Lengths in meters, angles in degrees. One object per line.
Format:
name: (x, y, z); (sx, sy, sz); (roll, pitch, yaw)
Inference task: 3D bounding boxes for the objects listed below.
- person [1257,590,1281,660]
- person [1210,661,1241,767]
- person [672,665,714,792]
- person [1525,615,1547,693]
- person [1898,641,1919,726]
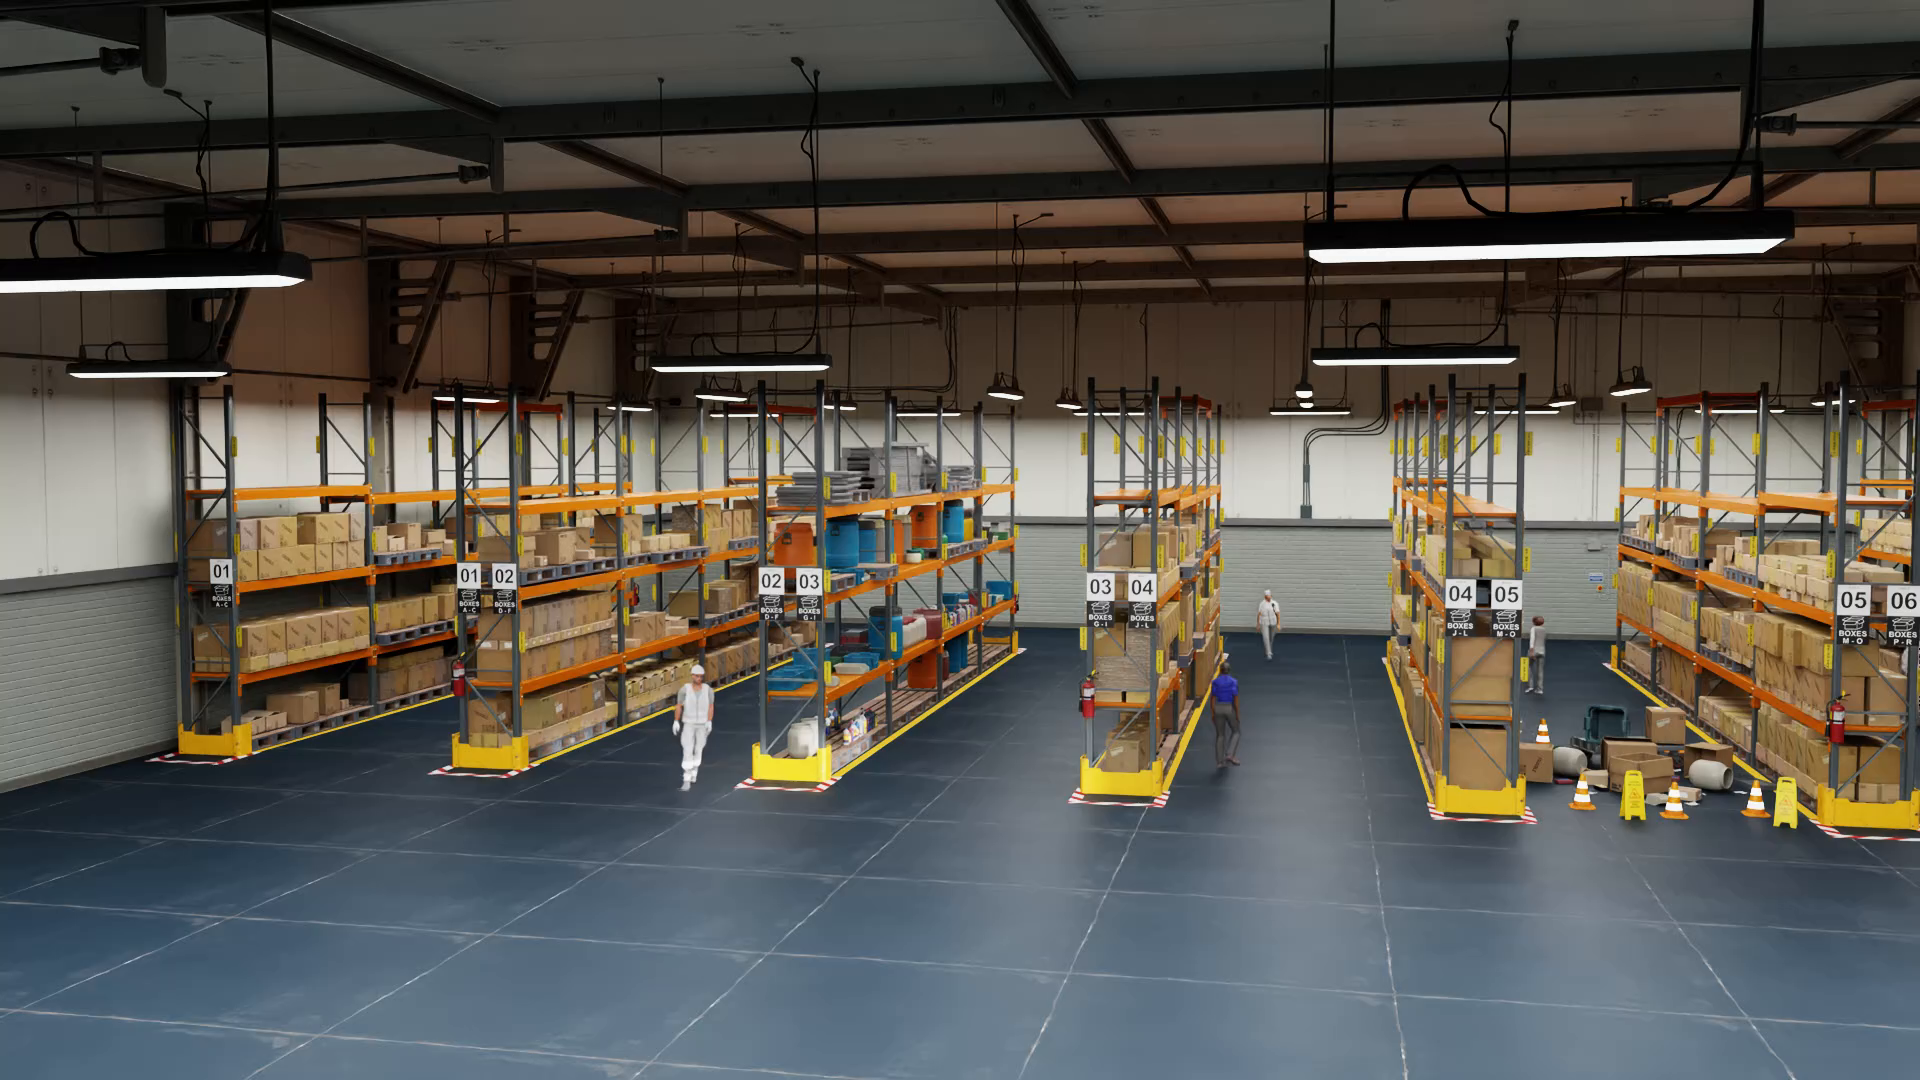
person: (7.313, 1.982, 39.242); (0.481, 1.593, 1.037); (0, 3, -6)
person: (4.142, 2.721, 25.957); (0.489, 1.626, 0.497); (2, 4, 26)
person: (-3.911, 2.752, 24.548); (0.602, 1.798, 0.763); (-1, 3, -21)
person: (11.711, 2.345, 33.753); (0.382, 1.635, 0.656); (0, 3, 0)
person: (17.133, 2.481, 29.767); (0.550, 1.814, 0.543); (0, 3, -7)
